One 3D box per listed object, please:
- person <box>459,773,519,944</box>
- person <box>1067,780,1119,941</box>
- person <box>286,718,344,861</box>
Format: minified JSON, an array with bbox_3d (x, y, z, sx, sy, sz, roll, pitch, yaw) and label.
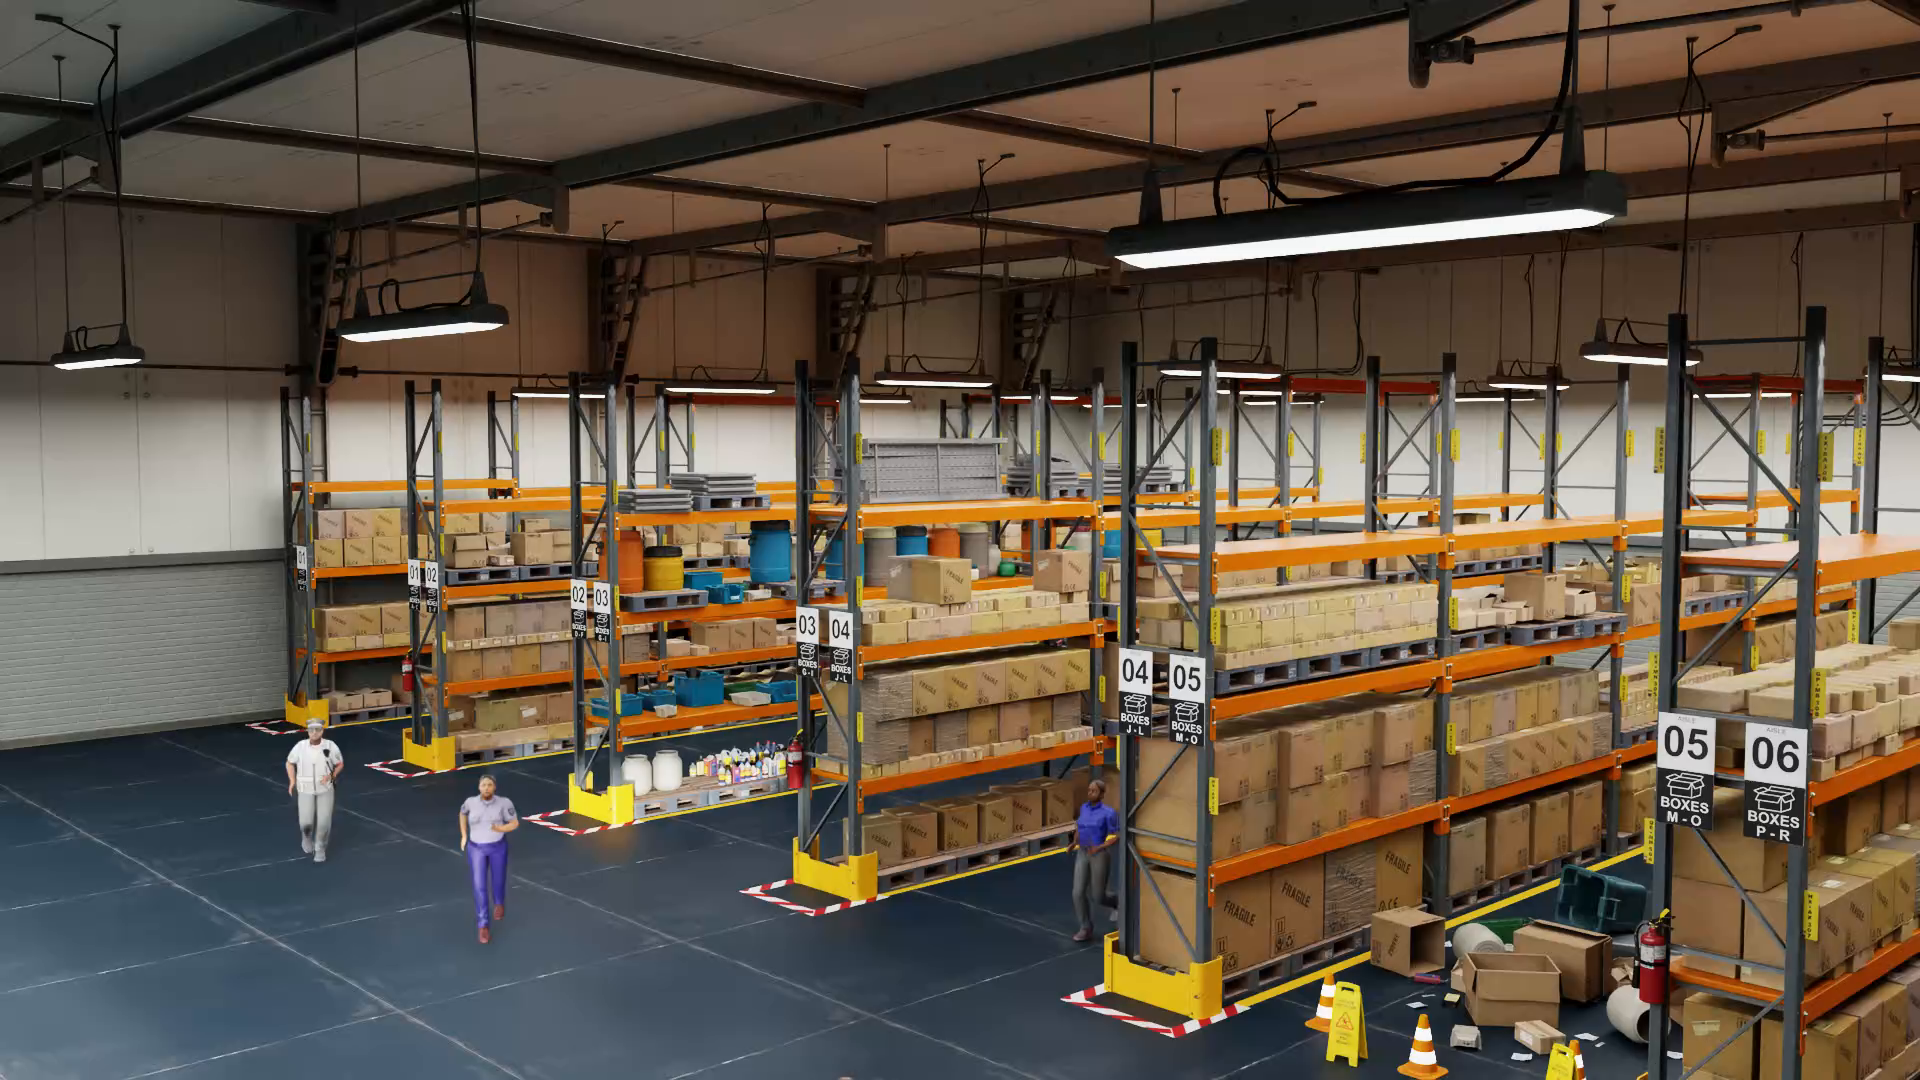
[{"bbox_3d":[-4.873,3.229,17.169,0.575,1.633,0.919,-1,4,-14],"label":"person"},{"bbox_3d":[1.393,3.264,17.105,0.581,1.608,0.701,3,5,39],"label":"person"},{"bbox_3d":[-7.786,3.013,20.082,0.657,1.743,0.590,-1,4,-20],"label":"person"}]
